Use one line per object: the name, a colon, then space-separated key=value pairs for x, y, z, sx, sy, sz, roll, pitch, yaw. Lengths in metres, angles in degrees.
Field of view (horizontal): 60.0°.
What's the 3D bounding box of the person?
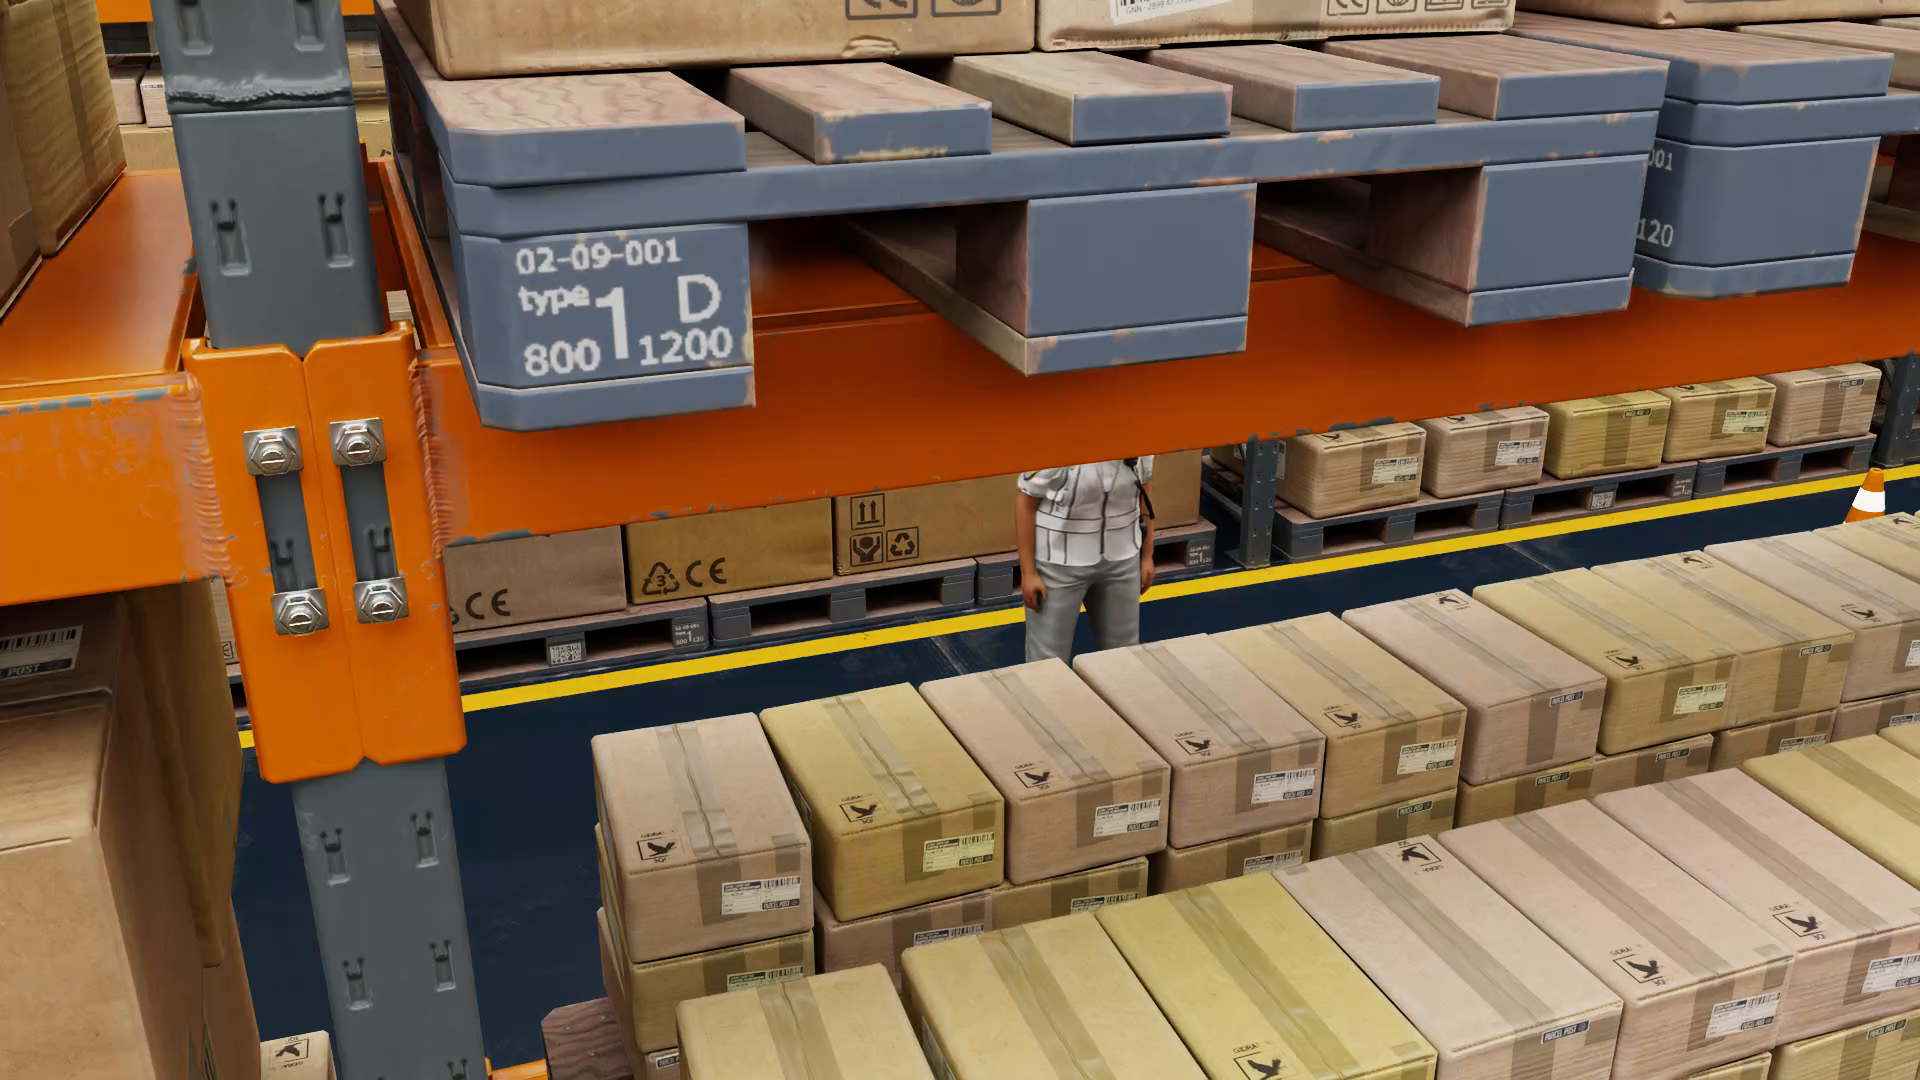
person: x=0.444 y=0.097 z=5.853 sx=0.547 sy=1.666 sz=0.473 roll=-9 pitch=24 yaw=-20
